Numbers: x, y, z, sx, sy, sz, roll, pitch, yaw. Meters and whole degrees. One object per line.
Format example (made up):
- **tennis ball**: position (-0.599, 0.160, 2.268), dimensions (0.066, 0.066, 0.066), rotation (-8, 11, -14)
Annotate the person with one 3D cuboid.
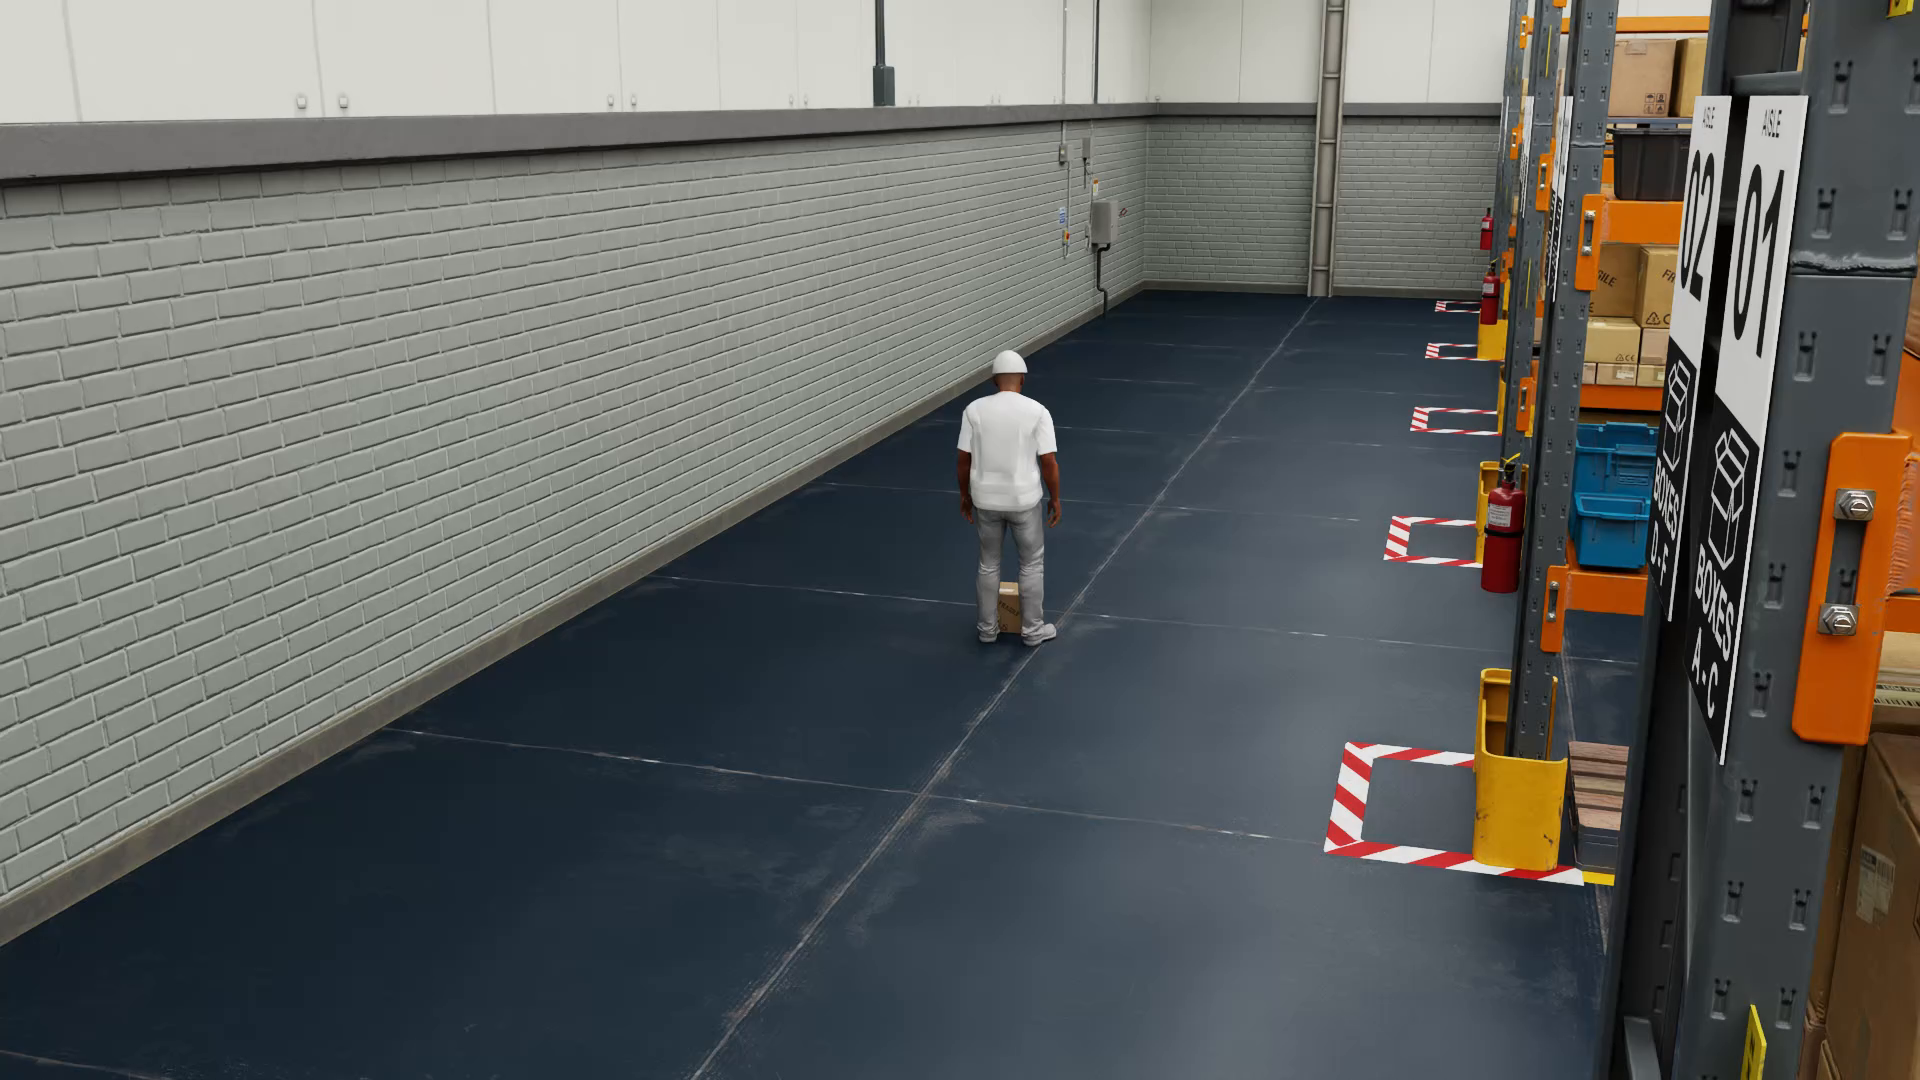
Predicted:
- **person**: position (0.295, -0.248, 9.911), dimensions (0.625, 1.760, 0.459), rotation (4, 15, 15)
